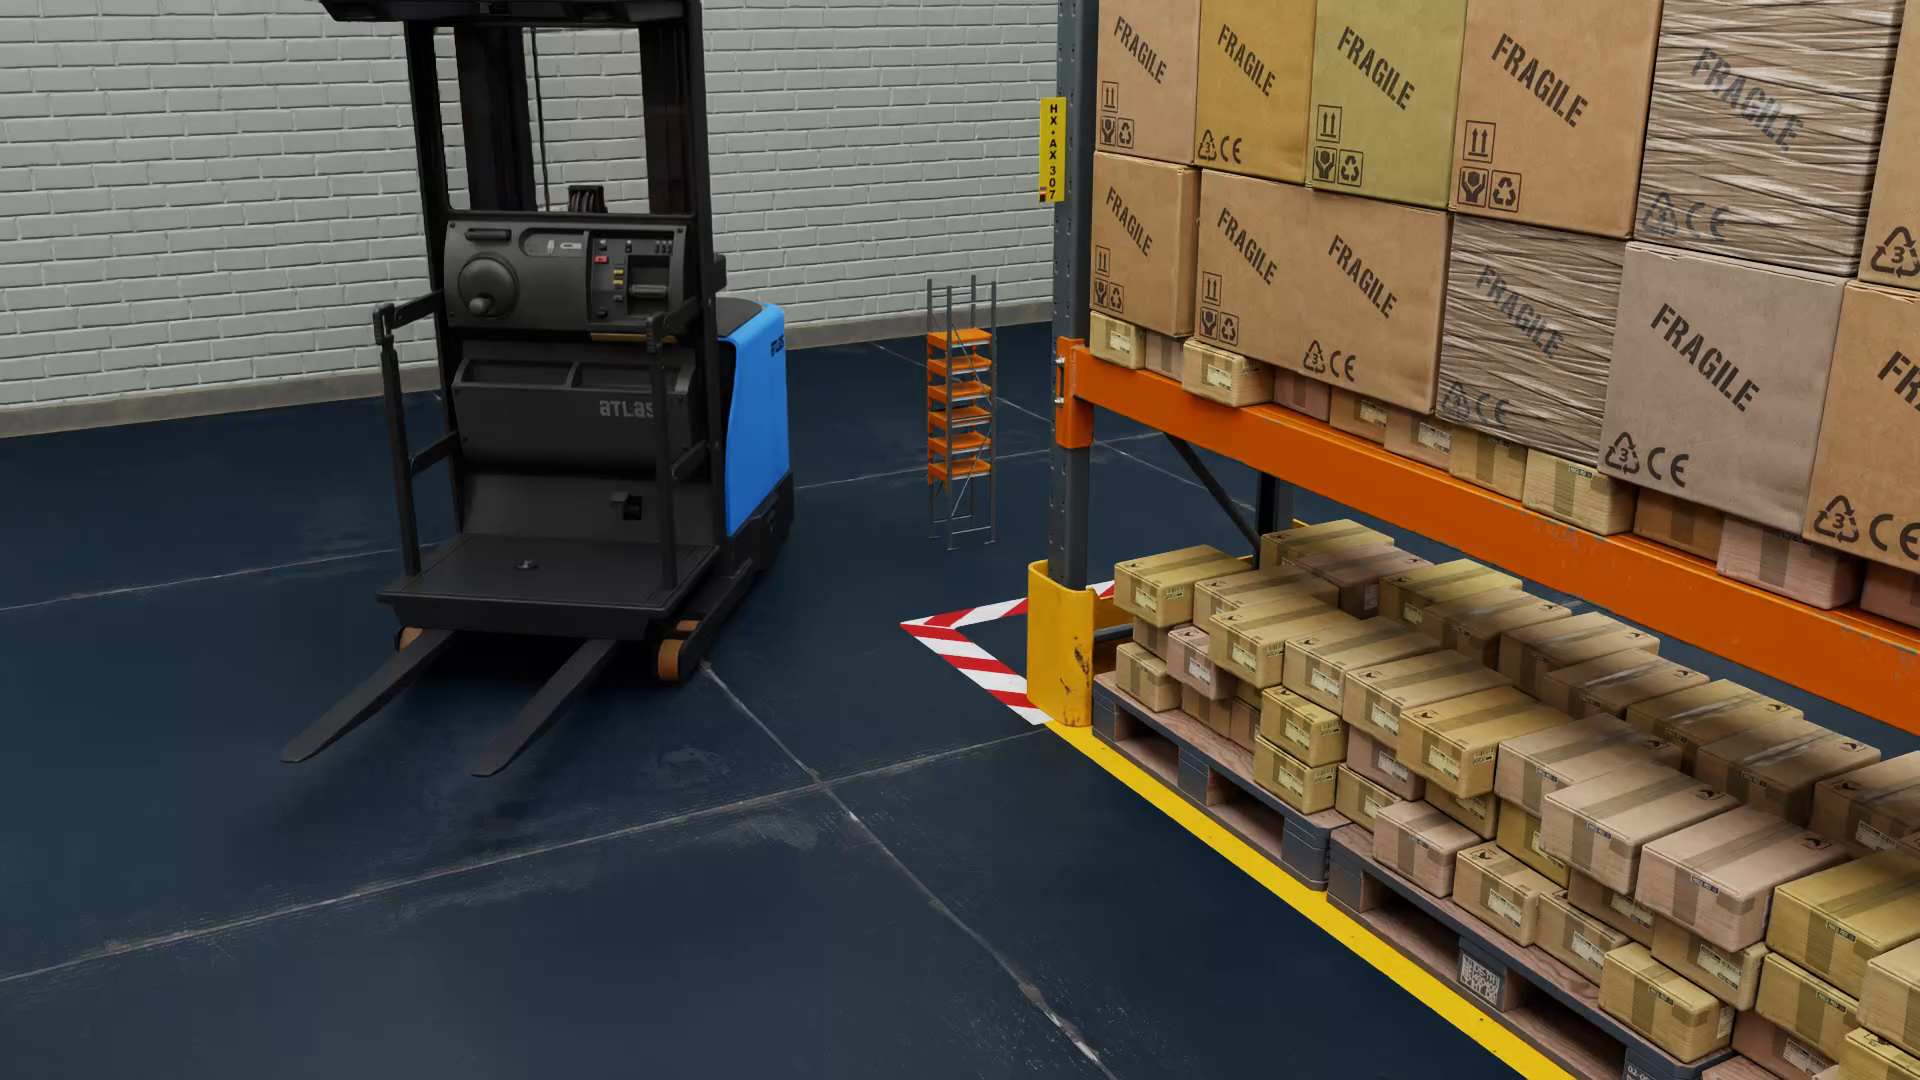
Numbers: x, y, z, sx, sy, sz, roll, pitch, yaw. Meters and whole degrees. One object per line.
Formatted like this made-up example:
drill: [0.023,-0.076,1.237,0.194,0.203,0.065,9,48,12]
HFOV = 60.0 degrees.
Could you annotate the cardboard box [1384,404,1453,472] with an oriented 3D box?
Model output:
cardboard box: [1.323,-0.298,4.282,0.380,0.149,0.250,-10,22,-28]

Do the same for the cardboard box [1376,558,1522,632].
cardboard box: [1.554,0.193,5.287,0.380,0.149,0.250,-11,22,-28]

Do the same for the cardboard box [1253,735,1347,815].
cardboard box: [1.088,0.649,4.878,0.380,0.149,0.250,-10,21,-26]

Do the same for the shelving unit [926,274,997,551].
shelving unit: [0.007,-0.563,7.424,0.258,1.200,0.189,-10,21,-27]

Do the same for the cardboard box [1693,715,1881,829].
cardboard box: [2.057,0.587,4.147,0.380,0.149,0.250,-11,22,-29]

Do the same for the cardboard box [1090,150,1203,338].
cardboard box: [0.746,-0.939,5.145,0.500,0.500,0.500,-9,21,-24]

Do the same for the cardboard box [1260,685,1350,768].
cardboard box: [1.100,0.510,4.825,0.380,0.149,0.250,-9,21,-25]

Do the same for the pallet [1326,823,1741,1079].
pallet: [1.742,1.006,4.394,1.003,0.211,1.213,-10,21,-27]

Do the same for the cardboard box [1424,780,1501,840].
cardboard box: [1.475,0.643,4.440,0.380,0.149,0.250,-9,21,-24]

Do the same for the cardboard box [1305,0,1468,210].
cardboard box: [1.228,-1.117,4.127,0.500,0.500,0.500,-11,22,-28]

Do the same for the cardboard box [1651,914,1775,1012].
cardboard box: [1.793,0.885,3.737,0.380,0.149,0.250,-9,21,-25]

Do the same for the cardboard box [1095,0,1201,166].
cardboard box: [0.756,-1.413,4.987,0.500,0.500,0.500,-10,21,-27]

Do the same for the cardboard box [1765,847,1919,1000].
cardboard box: [1.942,0.807,3.508,0.380,0.149,0.250,-9,21,-25]

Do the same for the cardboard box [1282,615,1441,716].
cardboard box: [1.160,0.359,4.807,0.380,0.149,0.250,-11,22,-29]

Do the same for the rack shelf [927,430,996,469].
rack shelf: [0.007,-0.408,7.477,0.258,0.103,0.180,-10,21,-27]

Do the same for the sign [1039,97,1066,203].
sign: [0.299,-1.248,5.322,0.100,0.325,0.005,-10,21,-27]

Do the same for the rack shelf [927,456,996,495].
rack shelf: [0.007,-0.294,7.516,0.258,0.103,0.180,-10,21,-27]

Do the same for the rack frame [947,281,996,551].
rack frame: [0.050,-0.537,7.348,0.240,1.200,0.006,-10,21,-27]

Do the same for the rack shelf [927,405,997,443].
rack shelf: [0.007,-0.521,7.438,0.258,0.103,0.180,-10,21,-27]

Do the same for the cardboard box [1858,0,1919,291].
cardboard box: [1.964,-0.676,2.849,0.500,0.500,0.500,-11,22,-28]

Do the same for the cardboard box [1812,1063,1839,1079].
cardboard box: [1.957,1.161,3.394,0.380,0.149,0.250,-11,22,-28]

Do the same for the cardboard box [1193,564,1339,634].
cardboard box: [0.963,0.209,5.243,0.380,0.149,0.250,-10,21,-26]

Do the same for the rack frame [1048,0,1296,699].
rack frame: [0.776,-0.923,5.707,1.000,3.000,0.127,-10,21,-27]

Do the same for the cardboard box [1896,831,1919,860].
cardboard box: [2.308,0.738,3.709,0.380,0.149,0.250,-11,22,-28]

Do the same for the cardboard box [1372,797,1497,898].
cardboard box: [1.335,0.793,4.462,0.380,0.149,0.250,-11,22,-29]

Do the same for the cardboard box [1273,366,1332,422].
cardboard box: [1.123,-0.455,4.736,0.380,0.149,0.250,-9,21,-24]

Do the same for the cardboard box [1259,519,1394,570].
cardboard box: [1.250,0.058,5.680,0.380,0.149,0.250,-10,21,-26]

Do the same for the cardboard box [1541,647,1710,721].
cardboard box: [1.825,0.439,4.576,0.380,0.149,0.250,-11,22,-28]

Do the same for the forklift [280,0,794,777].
forklift: [-1.498,-0.982,5.983,1.130,2.935,3.031,3,19,8]

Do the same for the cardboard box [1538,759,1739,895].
cardboard box: [1.593,0.668,3.910,0.380,0.149,0.250,-11,22,-29]

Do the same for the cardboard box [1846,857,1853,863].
cardboard box: [2.203,0.797,3.995,0.380,0.149,0.250,-9,21,-24]

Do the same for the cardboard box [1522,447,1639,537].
cardboard box: [1.528,-0.139,3.822,0.380,0.149,0.250,-10,21,-26]

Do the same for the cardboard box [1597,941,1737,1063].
cardboard box: [1.698,1.018,3.810,0.380,0.149,0.250,-10,21,-27]

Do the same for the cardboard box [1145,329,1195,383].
cardboard box: [0.799,-0.594,5.138,0.380,0.149,0.250,-9,21,-25]

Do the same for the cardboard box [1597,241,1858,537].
cardboard box: [1.717,-0.350,3.437,0.500,0.500,0.500,-10,21,-27]

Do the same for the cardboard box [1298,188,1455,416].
cardboard box: [1.244,-0.647,4.298,0.500,0.500,0.500,-10,21,-26]

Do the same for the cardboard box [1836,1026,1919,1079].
cardboard box: [1.964,1.043,3.282,0.380,0.149,0.250,-11,22,-29]

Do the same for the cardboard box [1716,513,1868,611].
cardboard box: [1.785,0.004,3.406,0.380,0.149,0.250,-11,22,-29]
